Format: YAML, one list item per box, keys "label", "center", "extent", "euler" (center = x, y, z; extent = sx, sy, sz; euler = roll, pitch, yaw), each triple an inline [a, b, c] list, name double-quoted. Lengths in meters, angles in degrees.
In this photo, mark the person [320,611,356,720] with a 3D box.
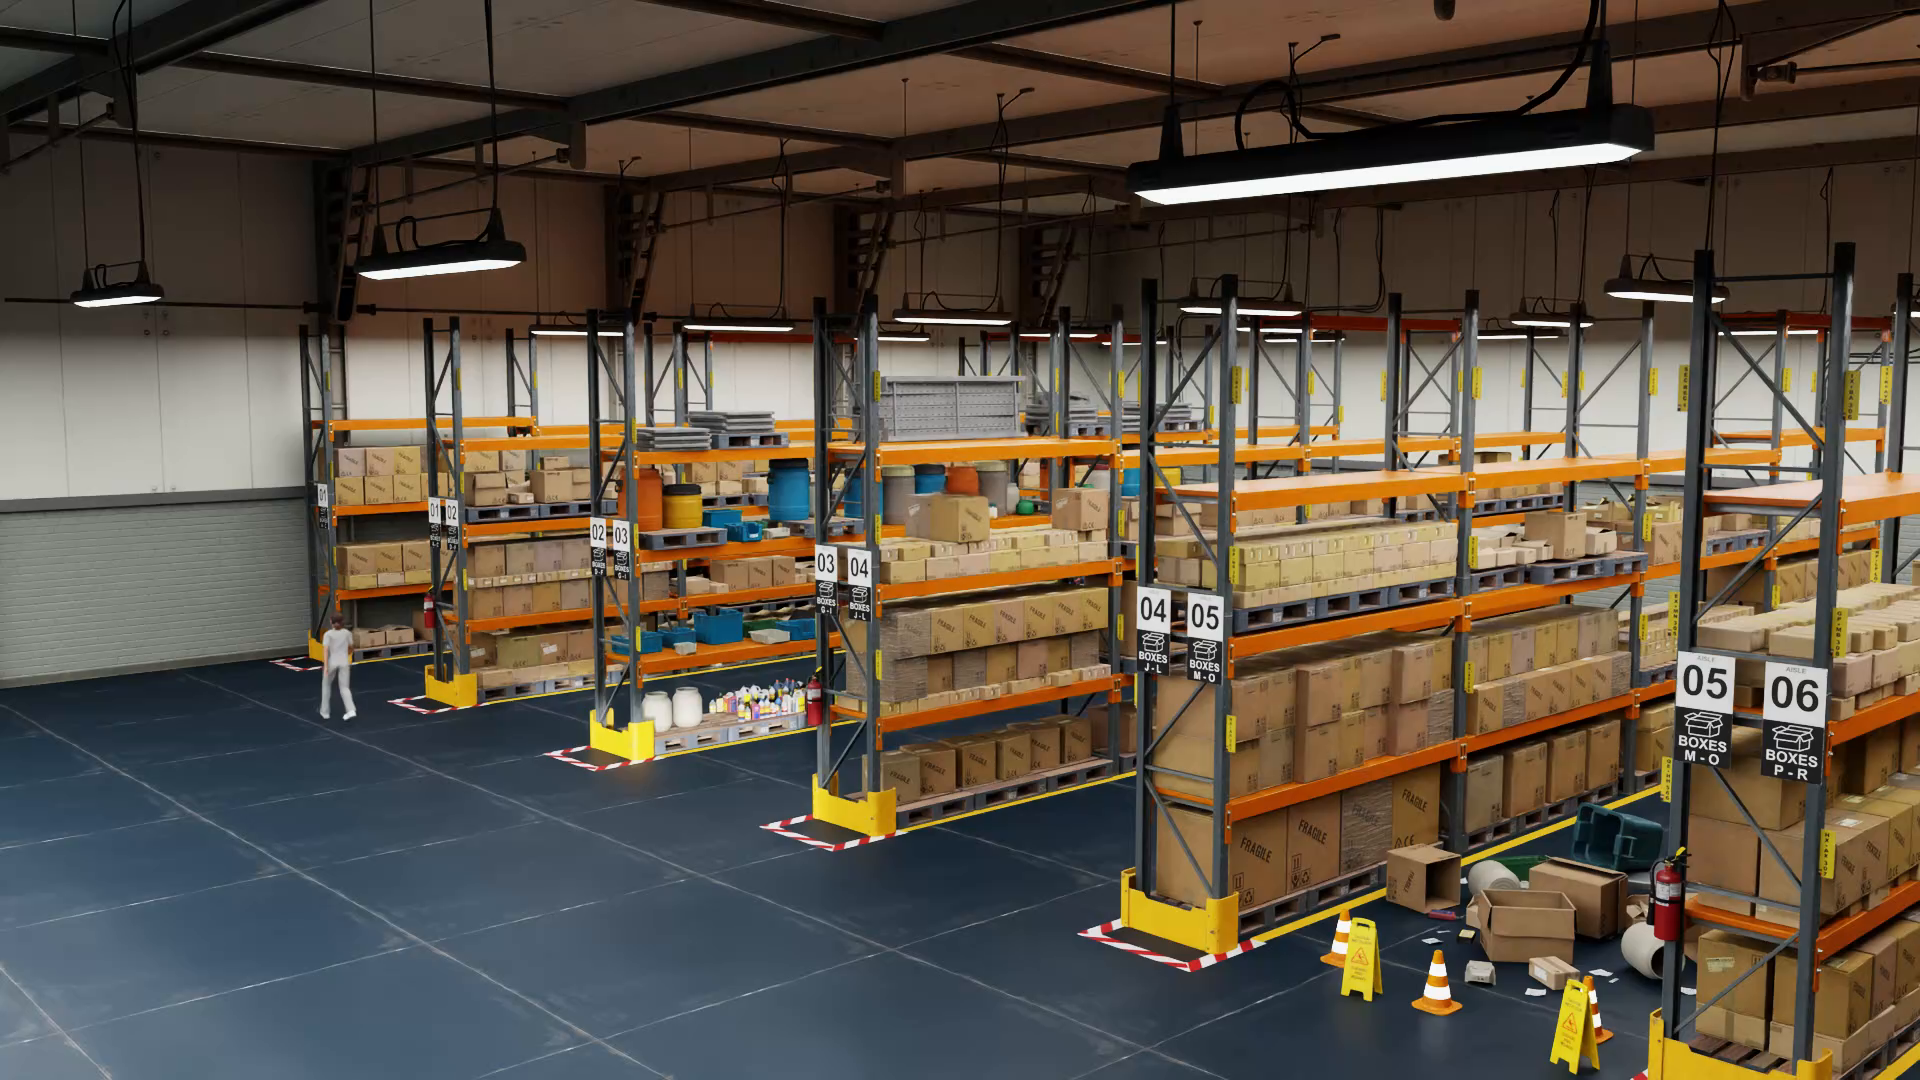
- label: "person"
  center: [-9.259, 1.874, 24.725]
  extent: [0.492, 1.633, 0.823]
  euler: [-3, 6, -24]
